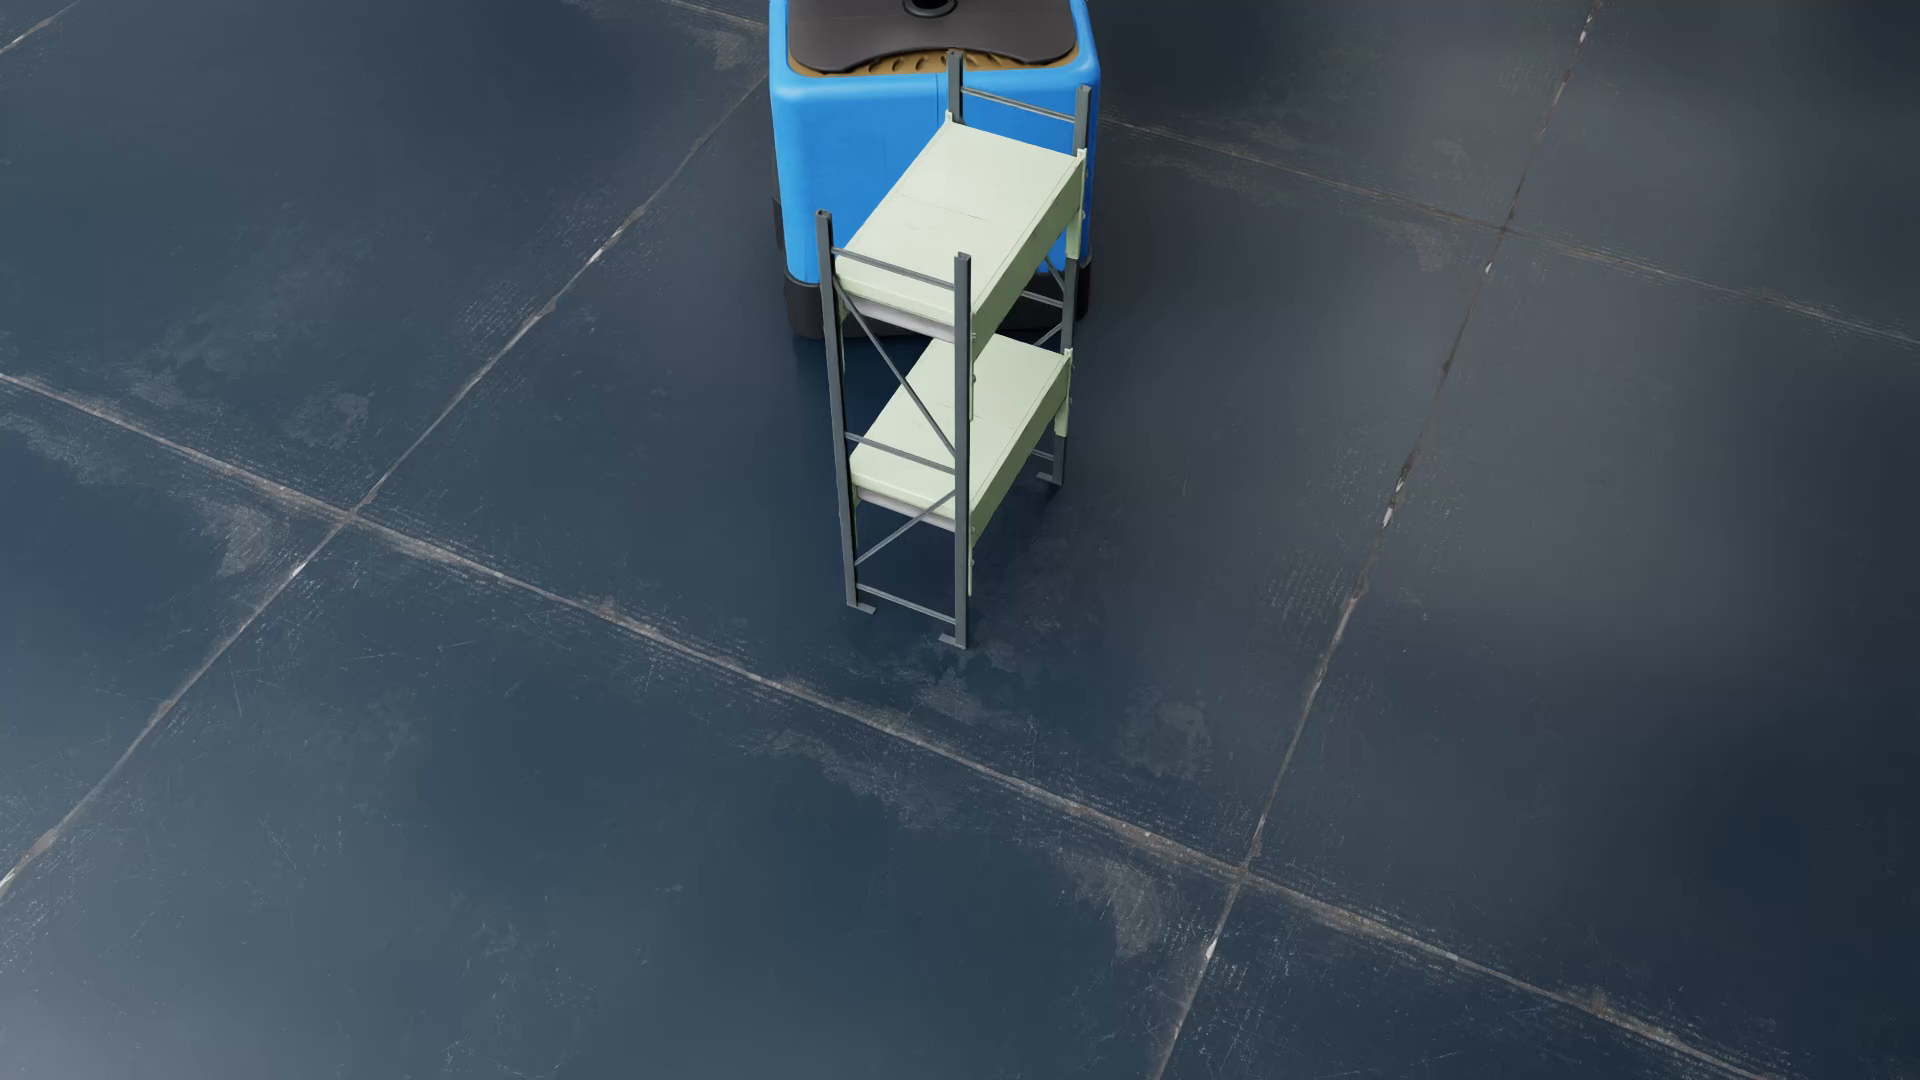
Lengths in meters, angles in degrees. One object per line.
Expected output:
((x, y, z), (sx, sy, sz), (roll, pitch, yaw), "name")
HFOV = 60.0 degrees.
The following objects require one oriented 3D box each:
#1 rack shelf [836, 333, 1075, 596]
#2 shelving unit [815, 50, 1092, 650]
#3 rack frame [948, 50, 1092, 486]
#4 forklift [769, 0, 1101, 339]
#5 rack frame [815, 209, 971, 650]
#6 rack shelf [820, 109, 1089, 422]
((-0.003, -0.270, 4.923), (0.431, 0.370, 0.720), (20, 52, 16), "rack shelf")
((-0.003, -0.481, 4.675), (0.431, 1.500, 0.755), (20, 52, 16), "shelving unit")
((0.154, -0.733, 4.889), (0.400, 1.500, 0.023), (20, 52, 16), "rack frame")
((-0.178, -2.770, 5.683), (1.130, 2.935, 3.031), (-3, 50, -3), "forklift")
((-0.159, -0.229, 4.460), (0.400, 1.500, 0.023), (20, 52, 16), "rack frame")
((-0.003, -0.734, 4.378), (0.431, 0.370, 0.720), (20, 52, 16), "rack shelf")
